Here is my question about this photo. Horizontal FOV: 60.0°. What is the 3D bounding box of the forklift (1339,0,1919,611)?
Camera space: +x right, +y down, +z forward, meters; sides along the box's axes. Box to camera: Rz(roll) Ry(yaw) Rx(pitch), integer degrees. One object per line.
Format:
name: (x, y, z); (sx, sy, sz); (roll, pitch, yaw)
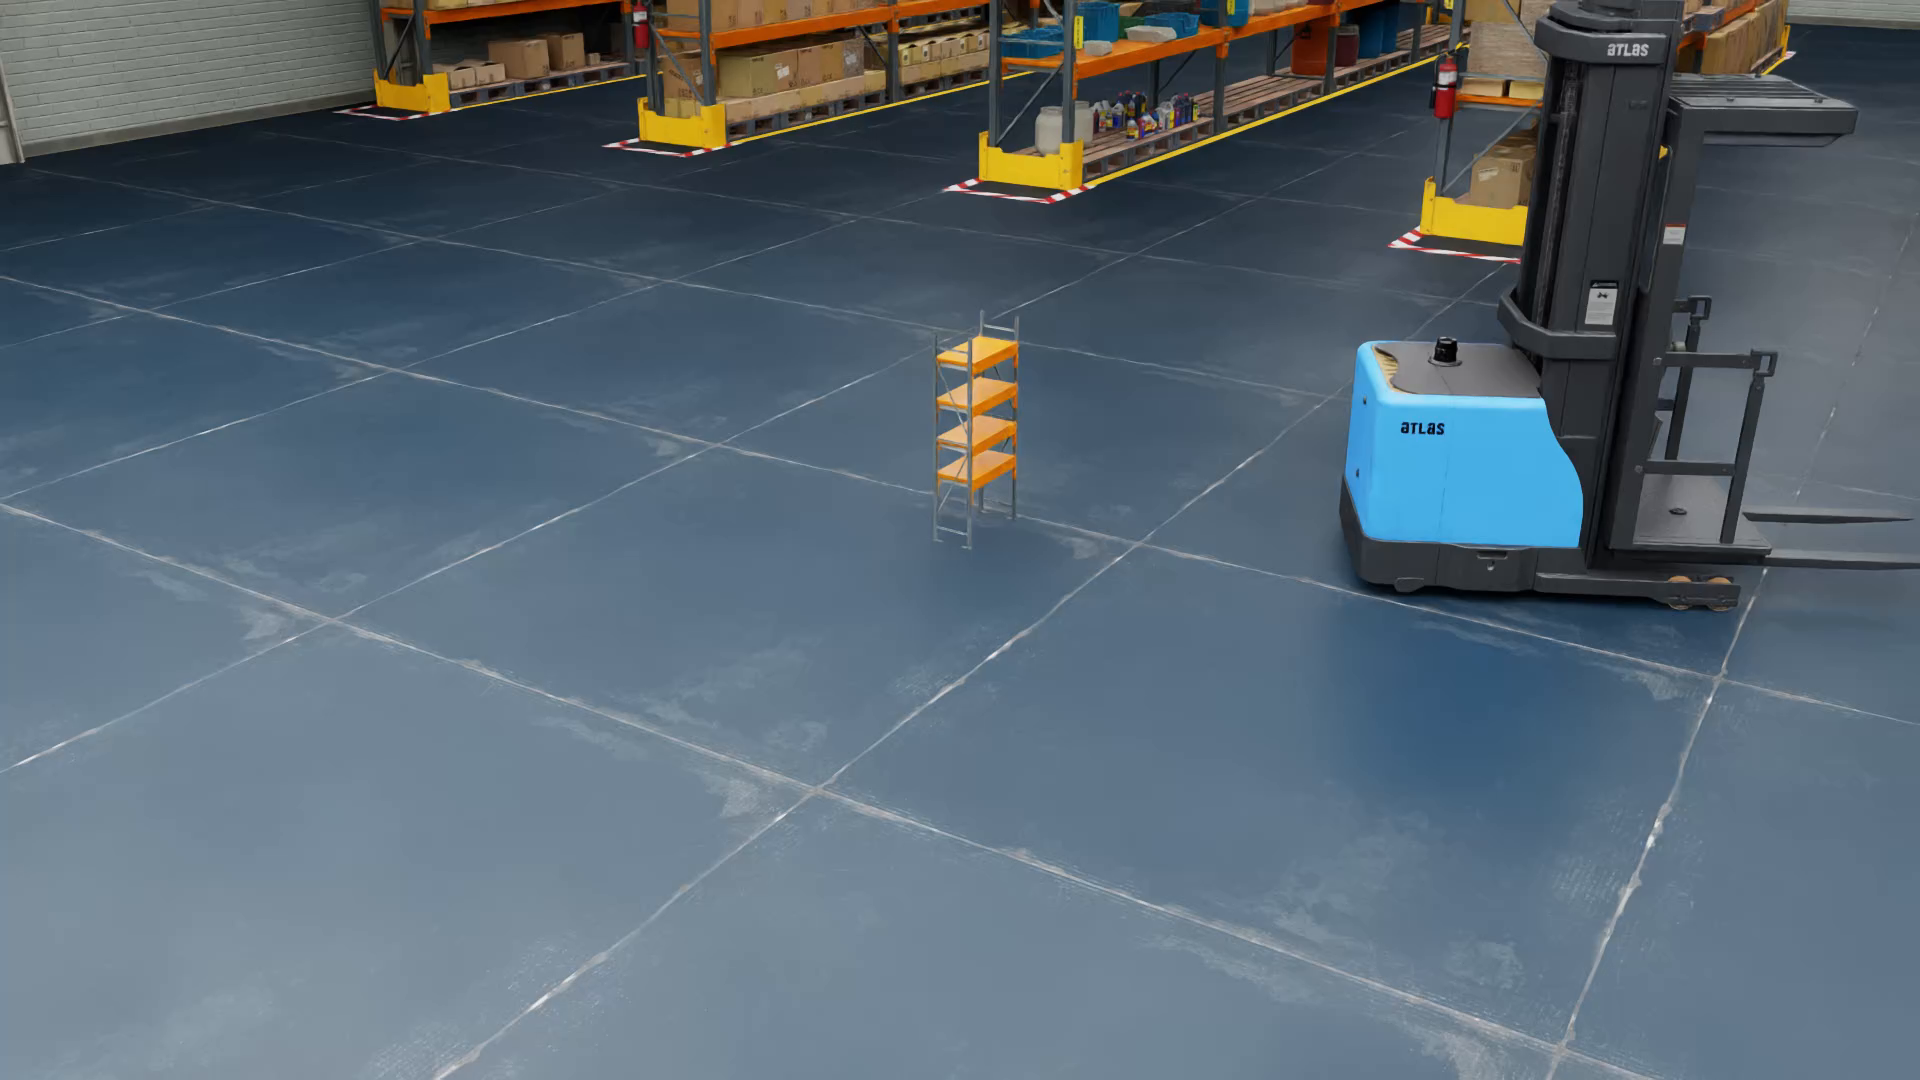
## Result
forklift: (3.614, -1.207, 8.348); (3.031, 2.935, 1.130); (2, 24, 5)

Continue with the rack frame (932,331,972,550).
rack frame: (-0.041, -0.524, 8.950); (0.240, 1.200, 0.015); (14, 27, 29)

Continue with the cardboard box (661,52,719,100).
cardboard box: (-3.403, -5.853, 20.984); (0.500, 0.500, 0.500); (14, 27, 29)

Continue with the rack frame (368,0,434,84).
rack frame: (-7.643, -7.372, 22.503); (1.000, 3.000, 0.127); (14, 27, 29)

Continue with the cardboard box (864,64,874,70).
cardboard box: (-1.350, -6.817, 24.153); (0.500, 0.250, 0.500); (14, 27, 28)

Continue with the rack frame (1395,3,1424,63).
rack frame: (7.103, -9.346, 27.063); (1.000, 3.000, 0.127); (14, 27, 29)

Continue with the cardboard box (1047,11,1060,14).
cardboard box: (1.354, -8.629, 28.000); (0.500, 0.500, 0.500); (13, 27, 27)

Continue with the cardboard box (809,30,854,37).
cardboard box: (-1.834, -6.869, 23.330); (0.500, 0.500, 0.500); (14, 27, 29)

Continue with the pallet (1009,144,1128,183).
pallet: (1.207, -4.325, 18.974); (1.003, 0.211, 1.213); (14, 27, 29)

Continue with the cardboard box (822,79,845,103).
cardboard box: (-1.905, -6.075, 22.440); (0.500, 0.250, 0.500); (14, 27, 29)

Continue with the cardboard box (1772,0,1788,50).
cardboard box: (13.151, -8.643, 27.585); (0.875, 0.875, 0.875); (14, 27, 29)

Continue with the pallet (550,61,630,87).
pallet: (-5.858, -7.208, 25.635); (1.003, 0.211, 1.213); (14, 27, 29)

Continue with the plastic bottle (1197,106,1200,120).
plastic bottle: (2.957, -5.376, 20.861); (0.097, 0.201, 0.097); (0, 23, 0)

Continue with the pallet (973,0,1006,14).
pallet: (0.441, -11.206, 34.870); (1.003, 0.211, 1.213); (14, 27, 29)

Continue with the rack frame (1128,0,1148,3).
rack frame: (2.897, -10.385, 29.464); (1.000, 3.000, 0.127); (14, 27, 29)

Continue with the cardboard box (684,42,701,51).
cardboard box: (-4.626, -8.377, 27.418); (0.700, 0.500, 0.500); (14, 27, 30)

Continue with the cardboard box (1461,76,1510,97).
cardboard box: (4.956, -4.282, 15.682); (0.380, 0.149, 0.250); (14, 27, 29)

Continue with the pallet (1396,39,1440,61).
pallet: (7.458, -8.323, 28.209); (1.003, 0.211, 1.213); (14, 27, 29)

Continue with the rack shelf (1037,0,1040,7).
rack shelf: (1.842, -9.380, 28.047); (1.077, 0.370, 4.000); (14, 27, 29)

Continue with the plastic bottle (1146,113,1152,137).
plastic bottle: (2.228, -4.942, 19.770); (0.097, 0.271, 0.097); (0, 23, 0)

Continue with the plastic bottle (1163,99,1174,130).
plastic bottle: (2.517, -5.181, 20.222); (0.144, 0.351, 0.185); (14, 27, 29)

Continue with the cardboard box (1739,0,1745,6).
cardboard box: (10.760, -7.795, 23.355); (0.500, 0.500, 0.500); (14, 27, 28)

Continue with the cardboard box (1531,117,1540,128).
cardboard box: (6.550, -4.332, 18.099); (0.500, 0.500, 0.500); (-18, 29, -36)

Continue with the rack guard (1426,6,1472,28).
rack guard: (9.215, -9.560, 30.703); (1.175, 0.500, 0.348); (14, 27, 29)

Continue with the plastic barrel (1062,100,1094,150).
plastic barrel: (1.320, -4.754, 19.059); (0.421, 0.512, 0.421); (0, 23, 0)

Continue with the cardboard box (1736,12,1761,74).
cardboard box: (10.990, -7.305, 24.495); (1.225, 0.875, 0.875); (14, 27, 29)

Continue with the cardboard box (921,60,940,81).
cardboard box: (-0.629, -6.872, 24.282); (0.500, 0.250, 0.500); (15, 27, 30)

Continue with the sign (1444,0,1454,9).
sign: (4.520, -5.057, 15.301); (0.100, 0.325, 0.005); (14, 27, 29)

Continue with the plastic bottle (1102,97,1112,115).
plastic bottle: (1.781, -5.239, 20.358); (0.144, 0.351, 0.185); (14, 27, 29)

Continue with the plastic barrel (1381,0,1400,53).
plastic barrel: (6.802, -8.396, 26.981); (0.600, 0.901, 0.708); (14, 27, 29)

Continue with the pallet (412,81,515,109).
pallet: (-7.145, -6.385, 23.733); (1.003, 0.211, 1.213); (14, 27, 29)

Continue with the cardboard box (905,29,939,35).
cardboard box: (-0.550, -7.584, 25.219); (0.500, 0.311, 0.500); (13, 27, 28)

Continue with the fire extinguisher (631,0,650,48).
fire extinguisher: (-3.890, -6.357, 20.256); (0.296, 0.674, 0.183); (14, 27, 29)

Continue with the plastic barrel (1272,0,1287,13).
plastic barrel: (4.190, -7.379, 22.348); (0.433, 0.535, 0.433); (0, 23, 0)

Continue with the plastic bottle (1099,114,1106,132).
plastic bottle: (1.715, -5.031, 20.065); (0.097, 0.201, 0.097); (0, 23, 0)

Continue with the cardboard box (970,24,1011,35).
cardboard box: (0.451, -7.818, 25.761); (0.500, 0.311, 0.500); (13, 27, 28)

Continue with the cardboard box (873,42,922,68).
cardboard box: (-0.893, -6.961, 23.780); (0.500, 0.311, 0.500); (14, 27, 29)

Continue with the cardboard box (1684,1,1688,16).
cardboard box: (8.551, -6.470, 20.059); (0.396, 0.266, 0.258); (13, 27, 27)

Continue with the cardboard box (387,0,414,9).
cardboard box: (-7.561, -7.511, 22.987); (0.500, 0.250, 0.500); (14, 27, 30)

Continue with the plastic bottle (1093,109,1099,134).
plastic bottle: (1.617, -5.020, 19.936); (0.061, 0.283, 0.133); (14, 27, 29)

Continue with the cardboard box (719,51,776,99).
cardboard box: (-2.699, -5.914, 21.123); (0.500, 0.500, 0.500); (14, 27, 29)

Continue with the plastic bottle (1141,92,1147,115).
plastic bottle: (2.343, -5.580, 21.244); (0.097, 0.271, 0.097); (0, 23, 0)

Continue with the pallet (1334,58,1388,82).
pallet: (6.018, -7.401, 26.081); (1.003, 0.211, 1.213); (14, 27, 29)

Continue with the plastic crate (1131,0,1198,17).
plastic crate: (2.499, -6.467, 20.492); (0.767, 0.338, 0.504); (14, 27, 29)

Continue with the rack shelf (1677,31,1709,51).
rack shelf: (8.146, -5.953, 20.130); (1.077, 0.370, 4.000); (14, 27, 29)

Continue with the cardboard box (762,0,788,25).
cardboard box: (-2.636, -6.880, 21.242); (0.700, 0.500, 0.500); (14, 27, 29)

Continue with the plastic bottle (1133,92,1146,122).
plastic bottle: (2.227, -5.416, 20.766); (0.144, 0.351, 0.185); (14, 27, 29)

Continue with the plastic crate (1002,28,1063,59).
plastic crate: (0.783, -5.459, 18.272); (0.499, 0.251, 0.616); (14, 27, 29)

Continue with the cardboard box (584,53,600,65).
cardboard box: (-5.790, -7.437, 25.665); (0.380, 0.166, 0.250); (10, 25, 22)

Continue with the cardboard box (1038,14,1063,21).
cardboard box: (1.541, -8.362, 27.382); (0.500, 0.500, 0.500); (13, 27, 27)

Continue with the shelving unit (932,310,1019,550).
shelving unit: (0.087, -0.606, 9.141); (0.258, 1.200, 0.503); (14, 27, 29)

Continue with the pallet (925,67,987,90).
pallet: (-0.325, -7.076, 25.329); (1.003, 0.211, 1.213); (14, 27, 29)
